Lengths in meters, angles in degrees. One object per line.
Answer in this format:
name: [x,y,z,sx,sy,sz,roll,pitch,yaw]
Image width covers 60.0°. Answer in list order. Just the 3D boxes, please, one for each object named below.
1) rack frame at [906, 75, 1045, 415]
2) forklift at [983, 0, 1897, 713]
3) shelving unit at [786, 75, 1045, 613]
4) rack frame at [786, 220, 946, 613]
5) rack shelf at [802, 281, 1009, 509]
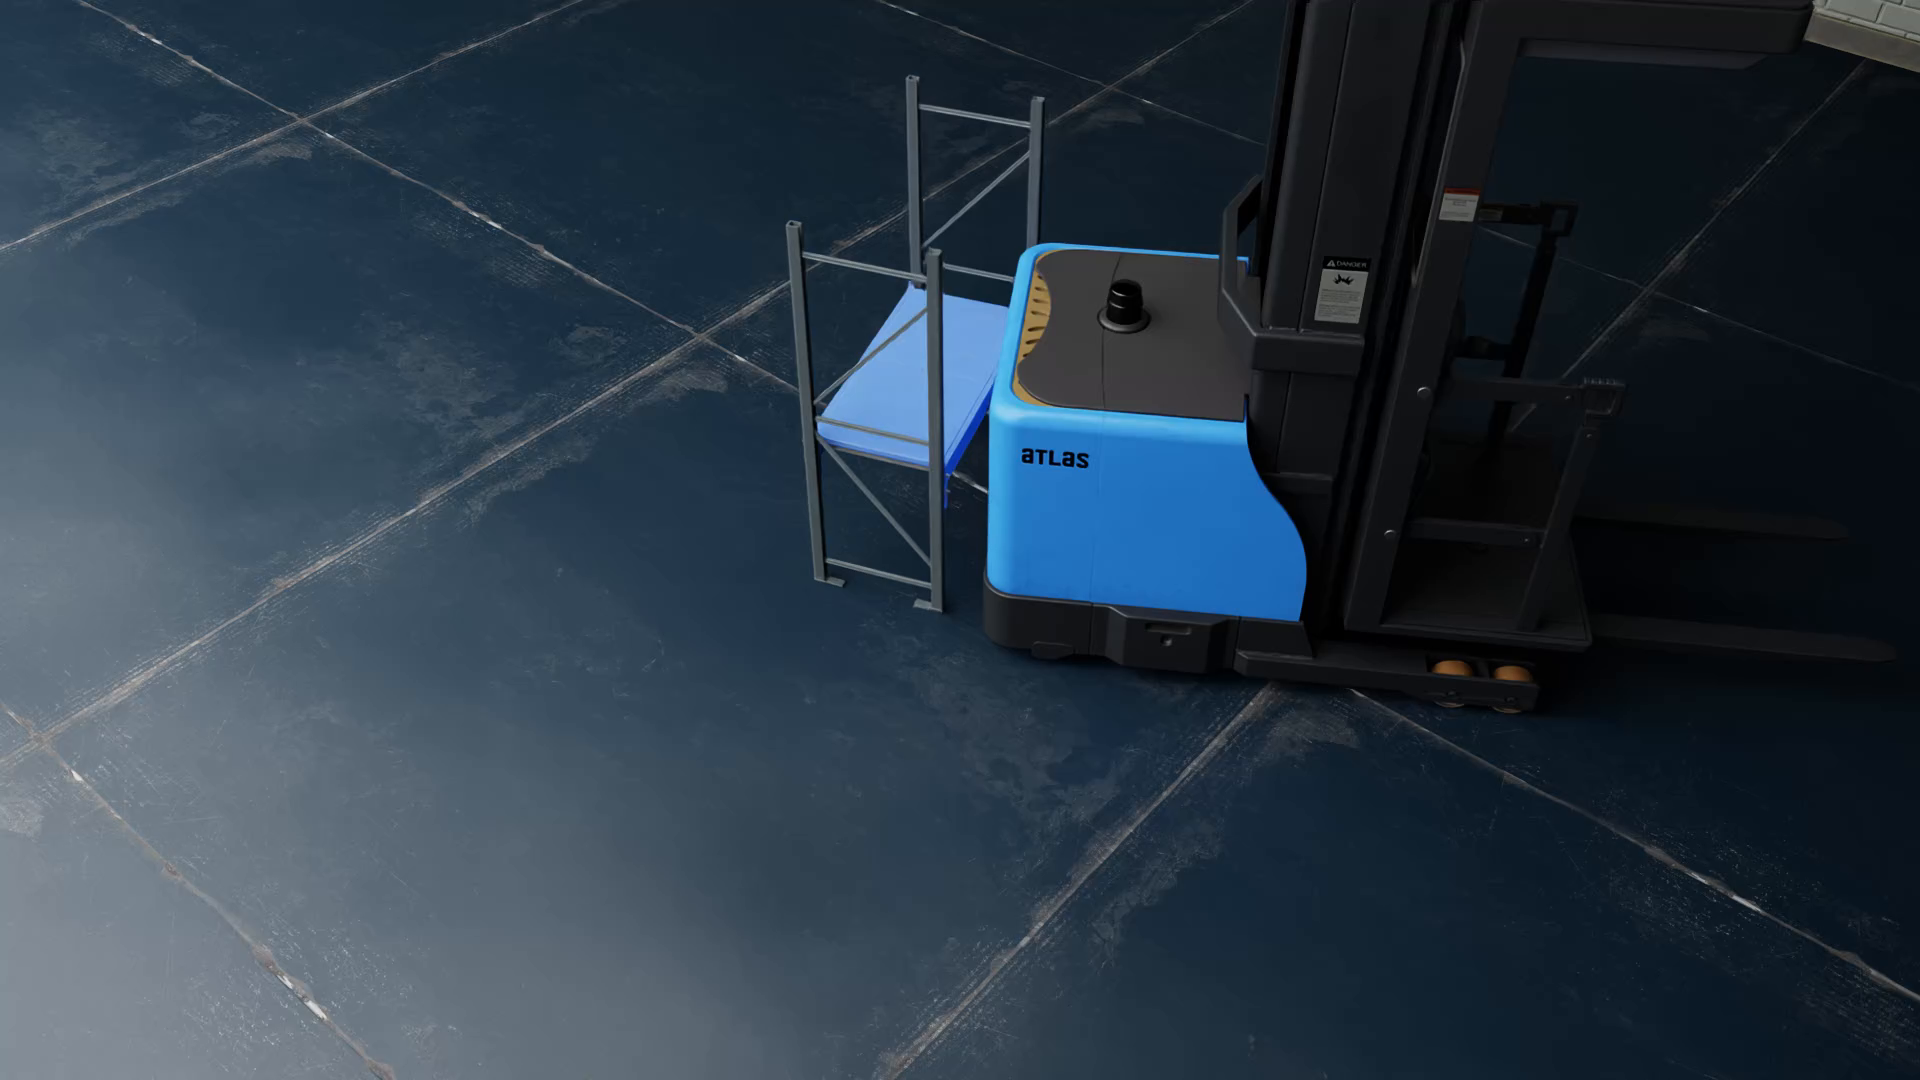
rack frame: [0.052,-1.003,6.238,0.500,1.500,0.032,14,44,15]
forklift: [1.638,-0.884,5.044,3.031,2.935,1.130,5,43,6]
shelving unit: [-0.120,-0.681,5.884,0.538,1.500,1.048,14,44,15]
rack frame: [-0.293,-0.359,5.530,0.500,1.500,0.032,14,44,15]
rack shelf: [-0.120,-0.548,6.005,0.538,0.185,1.000,14,44,15]
